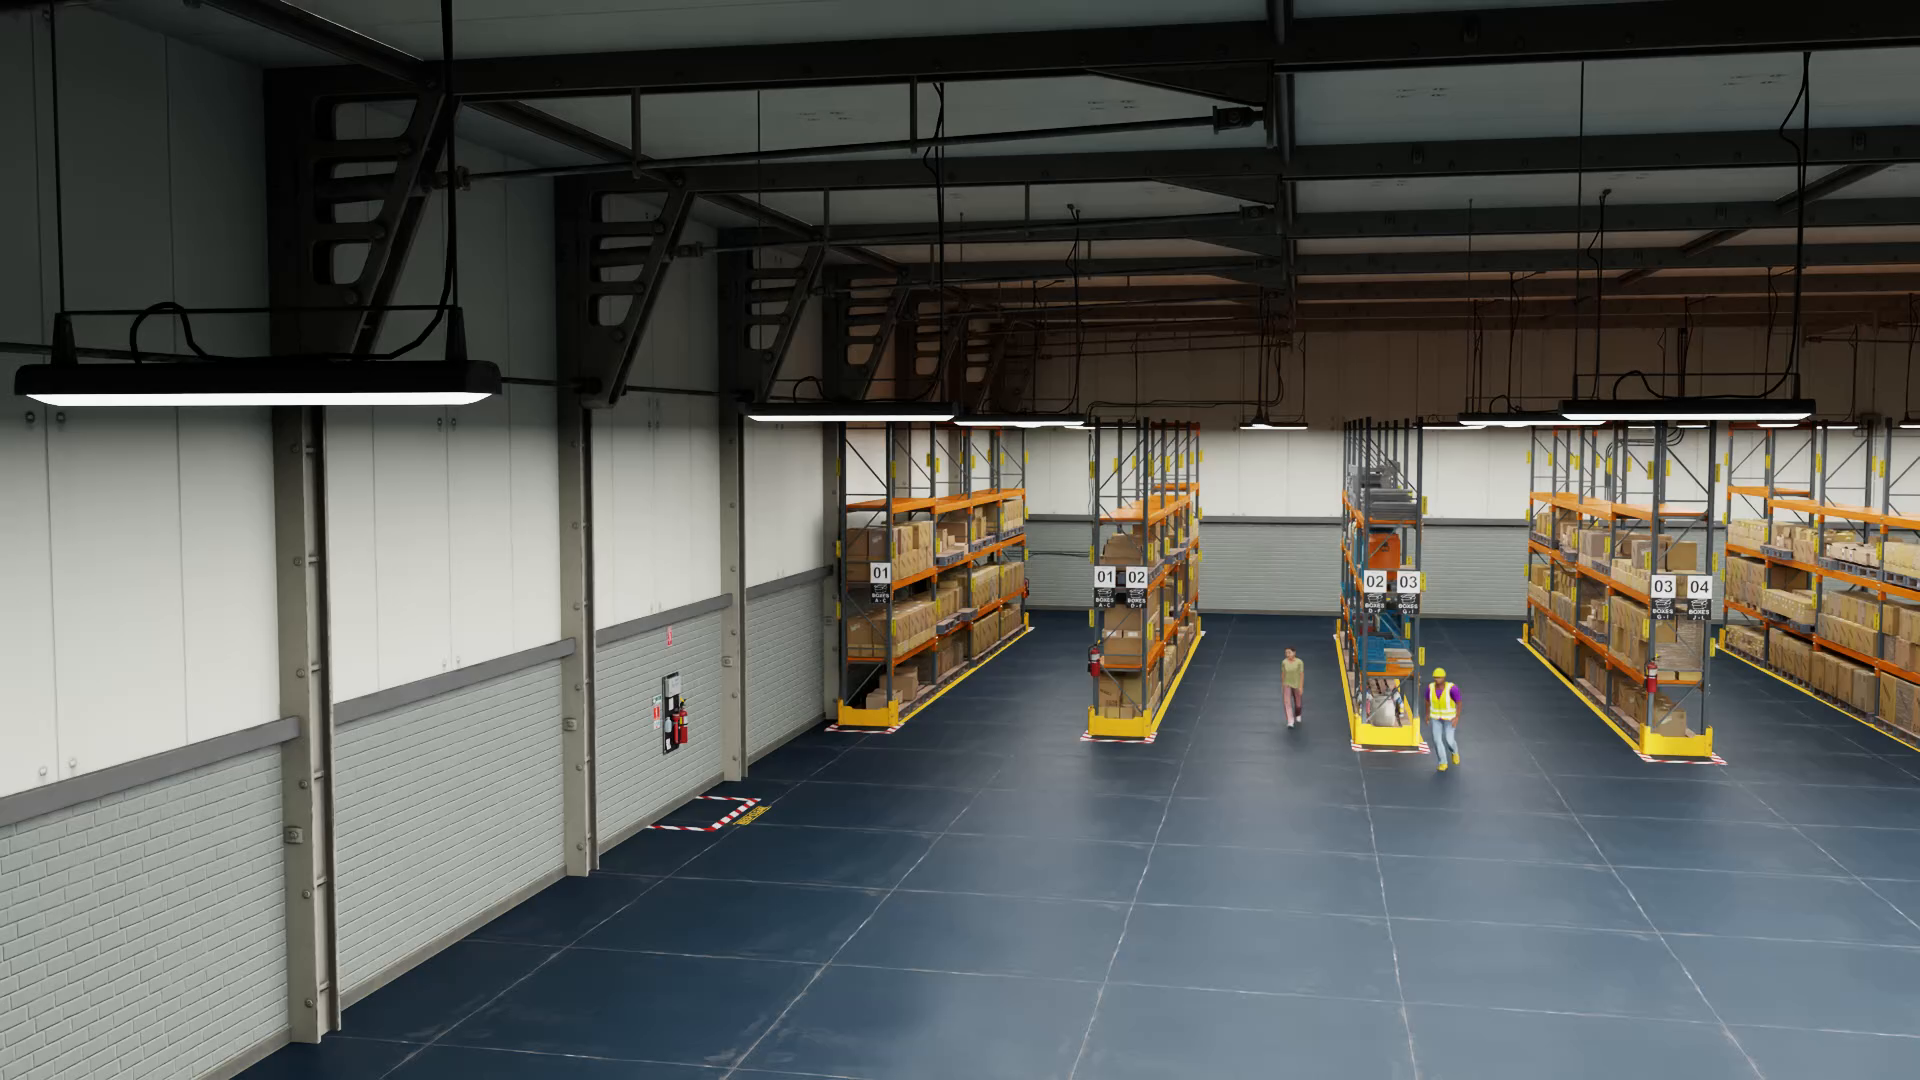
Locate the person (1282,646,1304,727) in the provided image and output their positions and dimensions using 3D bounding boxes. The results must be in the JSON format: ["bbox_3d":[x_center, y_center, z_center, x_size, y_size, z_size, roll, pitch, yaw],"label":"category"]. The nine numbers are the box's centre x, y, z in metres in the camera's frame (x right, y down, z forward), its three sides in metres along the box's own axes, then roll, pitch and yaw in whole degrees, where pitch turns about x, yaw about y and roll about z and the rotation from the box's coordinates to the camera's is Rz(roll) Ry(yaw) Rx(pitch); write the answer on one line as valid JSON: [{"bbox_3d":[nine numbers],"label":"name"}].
[{"bbox_3d":[6.486,2.835,32.440,0.444,1.557,1.019,1,4,17],"label":"person"}]

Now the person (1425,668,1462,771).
[{"bbox_3d":[8.246,3.022,28.314,0.630,1.732,0.717,2,4,32],"label":"person"}]

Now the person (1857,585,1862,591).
[{"bbox_3d":[24.802,1.956,45.700,0.529,1.604,0.995,-3,4,-34],"label":"person"}]
